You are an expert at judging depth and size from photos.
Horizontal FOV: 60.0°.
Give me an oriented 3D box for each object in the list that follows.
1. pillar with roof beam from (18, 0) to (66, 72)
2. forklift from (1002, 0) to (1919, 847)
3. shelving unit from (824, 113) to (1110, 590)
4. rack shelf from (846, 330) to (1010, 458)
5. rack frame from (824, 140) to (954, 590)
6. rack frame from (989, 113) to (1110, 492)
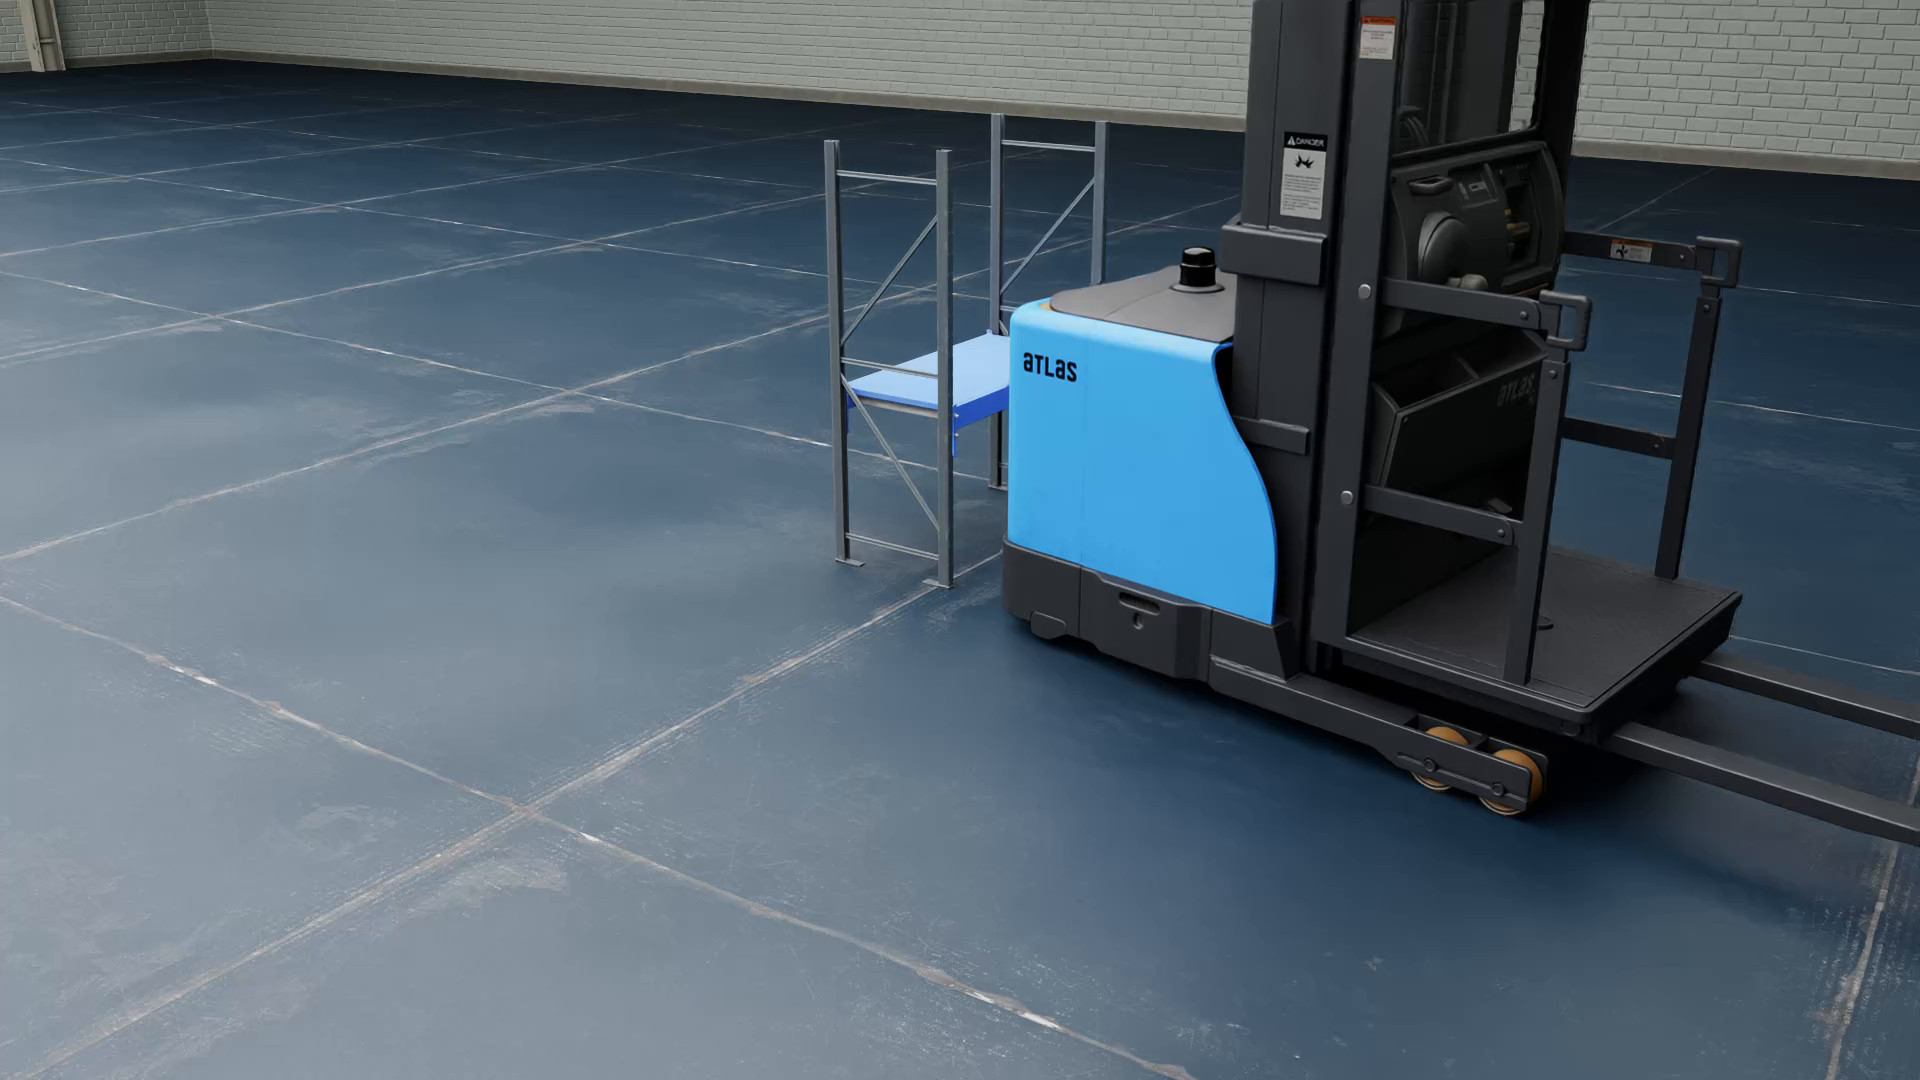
[{"bbox_3d":[-10.950,-10.859,22.651,9.100,9.000,0.400,13,24,32],"label":"pillar with roof beam"},{"bbox_3d":[1.562,-0.864,4.375,3.031,2.935,1.130,18,27,40],"label":"forklift"},{"bbox_3d":[0.048,-0.728,6.071,0.538,1.500,1.048,13,24,32],"label":"shelving unit"},{"bbox_3d":[0.048,-0.559,6.133,0.538,0.185,1.000,13,24,32],"label":"rack shelf"},{"bbox_3d":[-0.238,-0.582,5.677,0.500,1.500,0.032,13,24,32],"label":"rack frame"},{"bbox_3d":[0.334,-0.874,6.465,0.500,1.500,0.032,13,24,32],"label":"rack frame"}]
